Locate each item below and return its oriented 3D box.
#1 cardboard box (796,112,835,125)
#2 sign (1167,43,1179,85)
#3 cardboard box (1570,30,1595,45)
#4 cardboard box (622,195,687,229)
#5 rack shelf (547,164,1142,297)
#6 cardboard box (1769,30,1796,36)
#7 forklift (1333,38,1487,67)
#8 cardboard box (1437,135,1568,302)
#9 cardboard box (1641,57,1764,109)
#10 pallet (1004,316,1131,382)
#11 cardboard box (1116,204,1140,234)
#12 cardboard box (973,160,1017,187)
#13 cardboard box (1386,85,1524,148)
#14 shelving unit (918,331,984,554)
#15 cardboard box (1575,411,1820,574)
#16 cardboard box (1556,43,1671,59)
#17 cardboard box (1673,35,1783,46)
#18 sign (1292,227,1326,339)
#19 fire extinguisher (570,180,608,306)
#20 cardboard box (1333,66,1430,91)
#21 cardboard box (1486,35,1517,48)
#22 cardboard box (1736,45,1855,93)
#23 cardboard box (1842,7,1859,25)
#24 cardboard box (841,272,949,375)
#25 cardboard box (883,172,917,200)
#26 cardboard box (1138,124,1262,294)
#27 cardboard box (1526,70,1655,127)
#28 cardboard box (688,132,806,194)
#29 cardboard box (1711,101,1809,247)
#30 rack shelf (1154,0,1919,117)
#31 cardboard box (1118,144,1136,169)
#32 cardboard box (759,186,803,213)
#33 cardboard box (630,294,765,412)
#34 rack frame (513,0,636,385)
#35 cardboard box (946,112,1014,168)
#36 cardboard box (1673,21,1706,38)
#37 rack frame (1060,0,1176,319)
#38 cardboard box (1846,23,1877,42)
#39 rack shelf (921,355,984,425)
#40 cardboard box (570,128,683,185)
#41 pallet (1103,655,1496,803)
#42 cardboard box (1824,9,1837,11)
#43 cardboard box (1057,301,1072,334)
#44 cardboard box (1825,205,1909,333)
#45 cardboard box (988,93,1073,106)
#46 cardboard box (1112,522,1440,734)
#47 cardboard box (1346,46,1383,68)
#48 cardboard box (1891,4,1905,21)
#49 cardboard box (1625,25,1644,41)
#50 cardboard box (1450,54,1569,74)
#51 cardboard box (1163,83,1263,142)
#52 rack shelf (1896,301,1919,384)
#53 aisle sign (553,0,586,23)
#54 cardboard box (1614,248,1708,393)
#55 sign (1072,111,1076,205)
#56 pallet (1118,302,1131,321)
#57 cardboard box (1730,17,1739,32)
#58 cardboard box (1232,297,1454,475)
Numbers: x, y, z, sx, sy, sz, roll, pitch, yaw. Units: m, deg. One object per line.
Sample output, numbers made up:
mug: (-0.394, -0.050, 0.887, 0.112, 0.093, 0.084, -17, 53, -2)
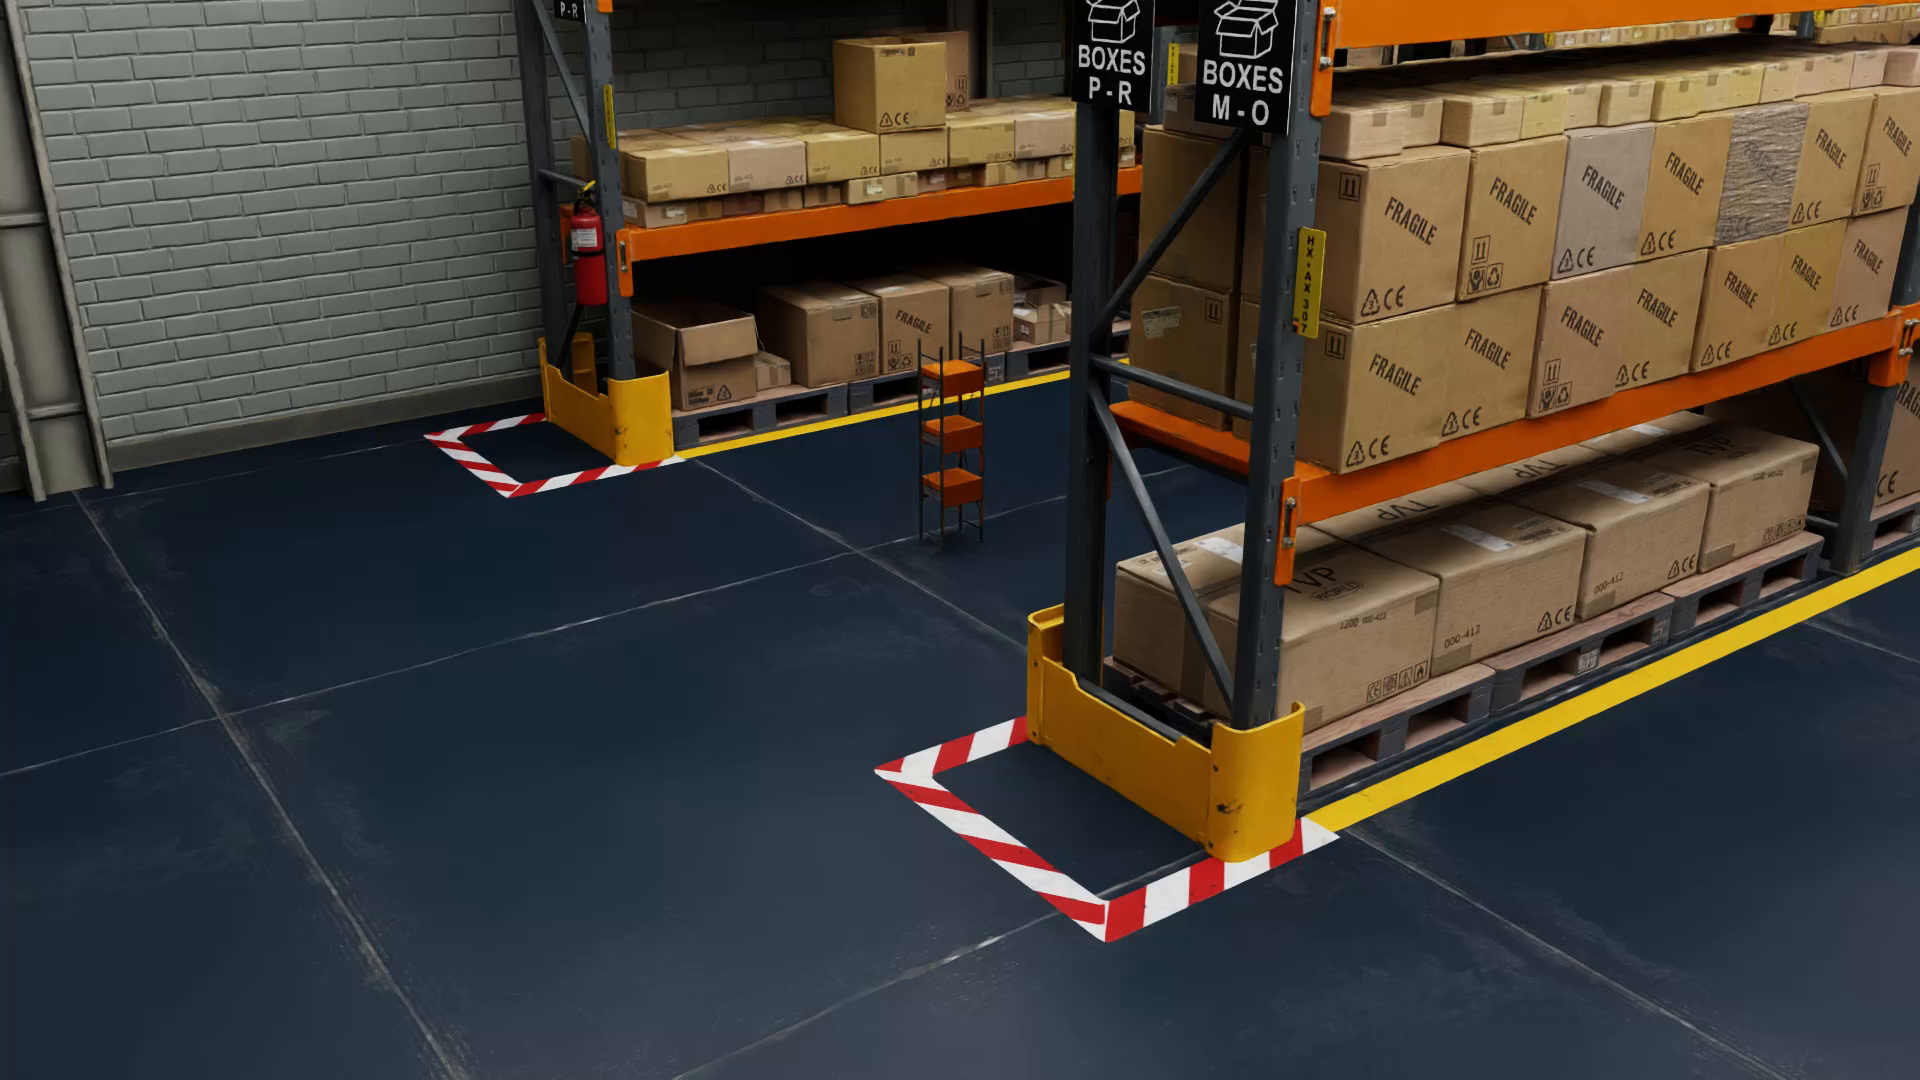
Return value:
cardboard box: (-0.703, -2.575, 10.603, 0.500, 0.250, 0.500, -15, 26, -33)
sign: (1.401, -3.103, 10.958, 0.005, 0.325, 0.100, -15, 26, -33)
cardboard box: (4.971, -4.115, 13.651, 0.250, 0.149, 0.380, -14, 26, -32)
cardboard box: (-1.742, -1.869, 9.372, 0.250, 0.149, 0.380, -15, 26, -33)
rack shelf: (-0.546, -2.096, 10.572, 4.000, 0.370, 1.077, -15, 26, -33)
cardboard box: (7.322, -4.574, 15.339, 0.500, 0.250, 0.500, -16, 27, -34)
forklift: (2.707, -2.198, 9.950, 3.031, 2.935, 1.130, -17, 27, -37)
cardboard box: (1.704, -1.147, 5.741, 0.500, 0.500, 0.500, -16, 27, -34)
cardboard box: (2.841, -1.762, 6.406, 0.250, 0.149, 0.380, -16, 27, -34)
pallet: (0.519, -1.419, 11.668, 1.213, 0.211, 1.003, -15, 26, -33)
cardboard box: (1.208, -2.365, 12.206, 0.250, 0.149, 0.380, -16, 27, -35)
cardboard box: (0.151, -2.362, 10.608, 0.250, 0.149, 0.380, -15, 26, -34)
cardboard box: (1.631, -1.410, 5.523, 0.250, 0.149, 0.380, -14, 26, -31)
shelving unit: (-0.043, -0.476, 8.173, 0.252, 1.050, 0.215, -15, 26, -33)
cardboard box: (3.407, -0.272, 7.920, 0.875, 0.438, 0.875, -15, 26, -34)
cardboard box: (2.720, -1.980, 6.951, 0.250, 0.149, 0.380, -16, 27, -34)
cardboard box: (3.373, -2.132, 7.332, 0.250, 0.149, 0.380, -14, 26, -32)
sign: (1.052, -0.775, 5.017, 0.005, 0.325, 0.100, -15, 26, -33)
fire extinguisher: (-2.019, -1.617, 9.009, 0.183, 0.674, 0.296, -15, 26, -33)
cardboard box: (1.488, -1.640, 6.100, 0.250, 0.149, 0.380, -14, 26, -32)
cardboard box: (4.470, -4.208, 13.883, 0.250, 0.149, 0.380, -14, 26, -31)
cardboard box: (3.430, -1.945, 6.863, 0.250, 0.149, 0.380, -15, 26, -33)
cardboard box: (8.388, -5.053, 16.003, 0.250, 0.149, 0.380, -15, 26, -33)
cardboard box: (-0.413, -1.393, 10.645, 0.500, 0.500, 0.500, -14, 26, -32)
cardboard box: (-0.466, -2.196, 10.191, 0.250, 0.149, 0.380, -14, 26, -32)
cardboard box: (0.985, -1.191, 5.850, 0.500, 0.500, 0.500, -14, 26, -31)
cardboard box: (2.244, -1.587, 5.966, 0.250, 0.149, 0.380, -15, 26, -32)
cardboard box: (-1.235, -2.192, 9.643, 0.500, 0.250, 0.500, -15, 26, -32)
cardboard box: (2.933, -1.476, 6.563, 0.500, 0.500, 0.500, -15, 26, -32)
rack shelf: (2.356, -1.996, 6.276, 4.000, 0.370, 1.077, -15, 26, -33)
cardboard box: (0.966, -2.601, 11.206, 0.250, 0.149, 0.380, -15, 26, -32)
cardboard box: (-1.129, -2.041, 9.804, 0.250, 0.149, 0.380, -14, 26, -31)
cardboard box: (-1.618, -1.136, 9.999, 0.637, 0.503, 0.797, -16, 27, -35)
rack frame: (-2.169, -1.997, 9.354, 0.127, 3.000, 1.000, -15, 26, -33)
cardboard box: (-0.004, -2.531, 10.492, 0.500, 0.250, 0.500, -15, 26, -33)
cardboard box: (6.234, -4.435, 14.454, 0.250, 0.149, 0.380, -16, 27, -34)
rack frame: (1.078, -2.863, 11.523, 0.127, 3.000, 1.000, -15, 26, -33)
cardboard box: (8.497, -4.776, 16.183, 0.500, 0.500, 0.500, -14, 26, -32)
rack shelf: (-0.043, -0.730, 8.071, 0.240, 0.259, 0.215, -15, 26, -33)
cardboard box: (-1.951, -2.245, 9.776, 0.500, 0.250, 0.500, -14, 26, -31)
pallet: (1.336, 0.594, 6.623, 1.213, 0.211, 1.003, -15, 26, -33)
cardboard box: (8.003, -5.060, 15.618, 0.250, 0.149, 0.380, -14, 26, -32)
cardboard box: (0.797, -1.525, 11.450, 0.250, 0.149, 0.380, -16, 27, -34)
cardboard box: (3.752, -1.239, 7.320, 0.500, 0.500, 0.500, -15, 26, -32)
cardboard box: (0.518, -2.905, 11.431, 0.500, 0.250, 0.500, -15, 26, -33)
cardboard box: (1.210, 0.318, 6.444, 0.875, 0.438, 0.875, -16, 27, -35)
cardboard box: (2.658, -3.424, 12.227, 0.500, 0.500, 0.700, -15, 26, -33)
cardboard box: (9.040, -5.200, 16.371, 0.250, 0.149, 0.380, -16, 27, -35)
cardboard box: (5.556, -4.302, 14.120, 0.250, 0.149, 0.380, -15, 26, -32)
cardboard box: (2.135, -1.798, 6.497, 0.250, 0.149, 0.380, -14, 26, -31)
cardboard box: (0.907, -1.455, 5.635, 0.250, 0.149, 0.380, -15, 26, -32)
rack shelf: (5.603, -1.469, 9.001, 4.000, 0.370, 1.077, -15, 26, -33)
aisle sign: (-2.053, -3.101, 8.613, 0.004, 0.787, 0.394, -15, 26, -33)
cardboard box: (2.504, -0.904, 6.481, 0.500, 0.500, 0.500, -14, 26, -31)
sign: (0.427, -1.319, 5.771, 0.005, 0.325, 0.100, -15, 26, -33)
pallet: (1.716, -1.755, 12.510, 1.213, 0.211, 1.003, -15, 26, -33)
cardboard box: (6.859, -4.606, 14.882, 0.250, 0.149, 0.380, -16, 27, -34)
cardboard box: (1.290, -0.568, 5.639, 0.500, 0.500, 0.500, -15, 26, -33)
